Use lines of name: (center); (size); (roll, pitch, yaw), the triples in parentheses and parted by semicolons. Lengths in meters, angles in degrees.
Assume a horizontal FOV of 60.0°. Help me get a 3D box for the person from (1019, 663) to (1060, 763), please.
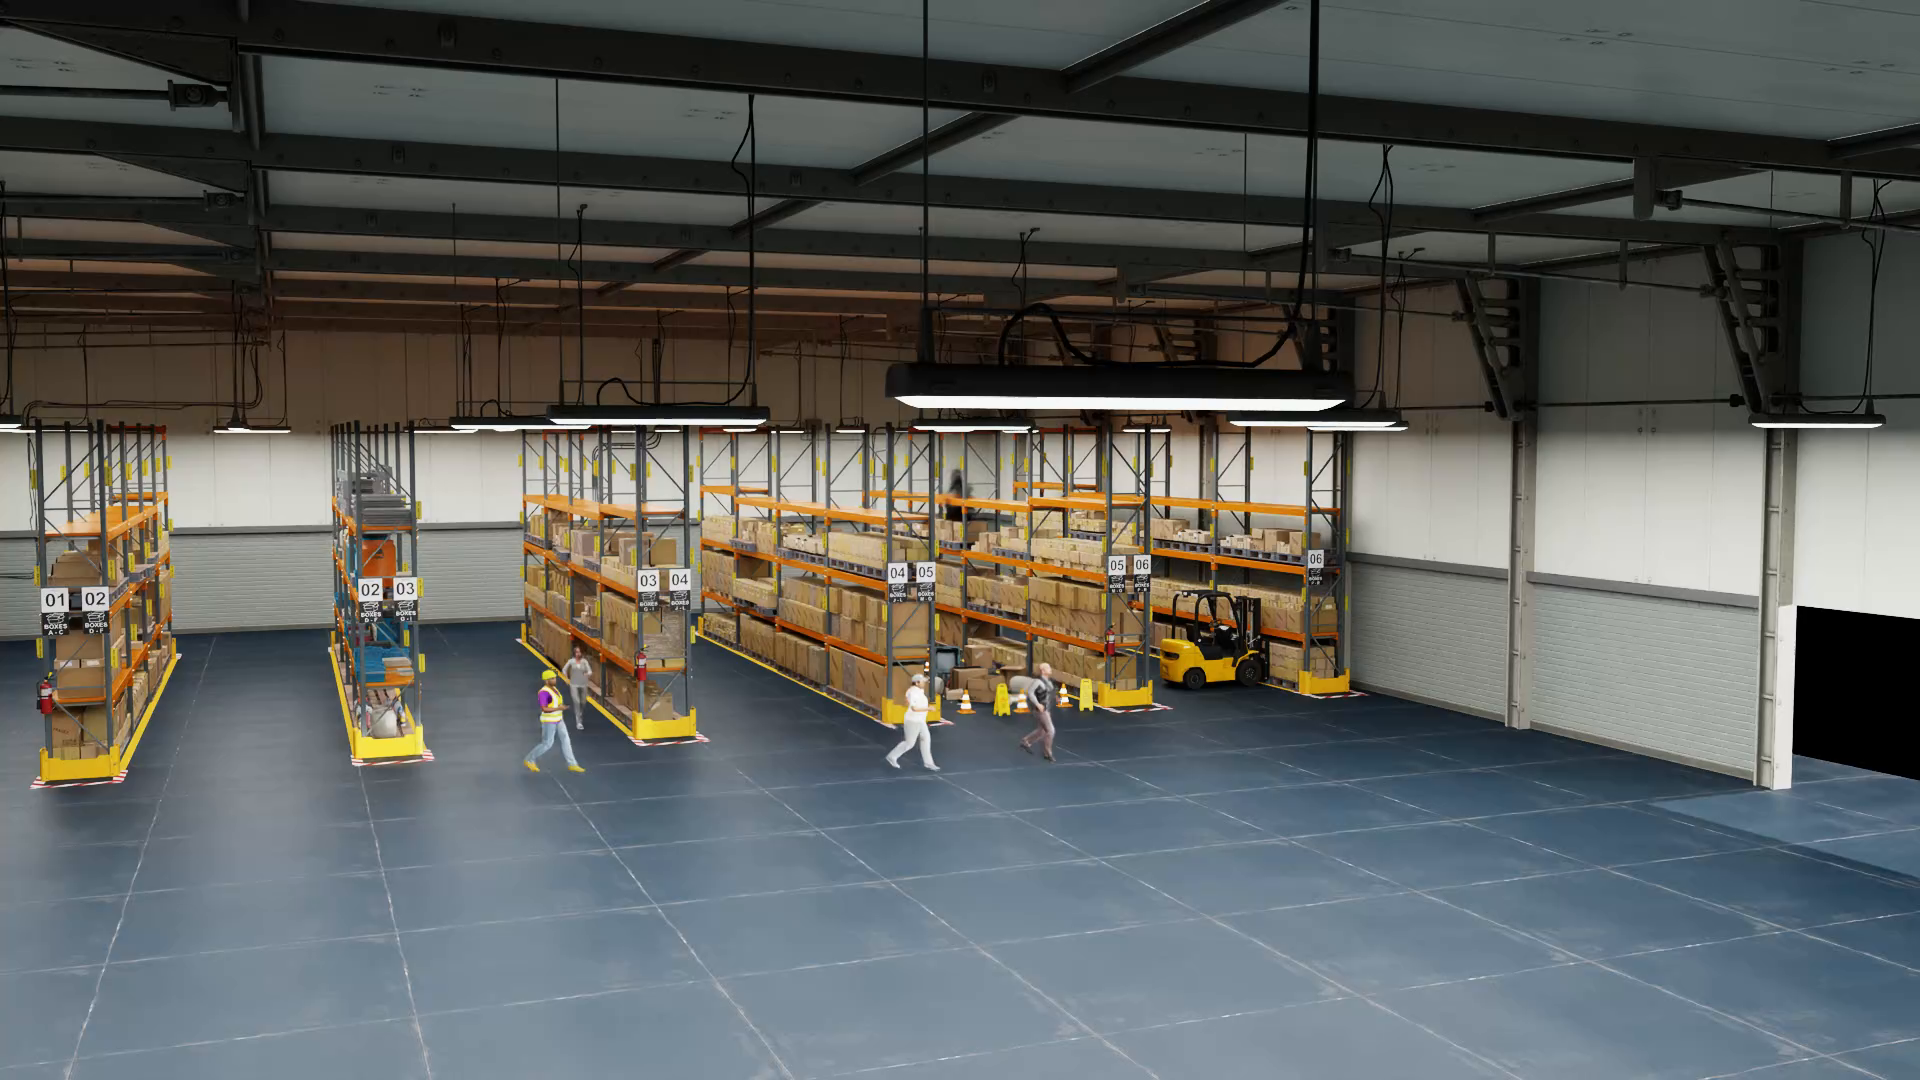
person: (1.406, 3.042, 29.335); (0.774, 1.771, 0.675); (2, 4, 25)

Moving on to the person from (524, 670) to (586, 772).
person: (-6.855, 3.060, 28.094); (1.036, 1.738, 0.709); (1, 4, 11)

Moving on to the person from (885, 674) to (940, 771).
person: (-0.802, 3.112, 28.387); (0.925, 1.671, 0.577); (0, 4, 8)

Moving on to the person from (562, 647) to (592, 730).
person: (-7.484, 2.871, 32.585); (0.542, 1.564, 0.874); (-2, 4, -25)
